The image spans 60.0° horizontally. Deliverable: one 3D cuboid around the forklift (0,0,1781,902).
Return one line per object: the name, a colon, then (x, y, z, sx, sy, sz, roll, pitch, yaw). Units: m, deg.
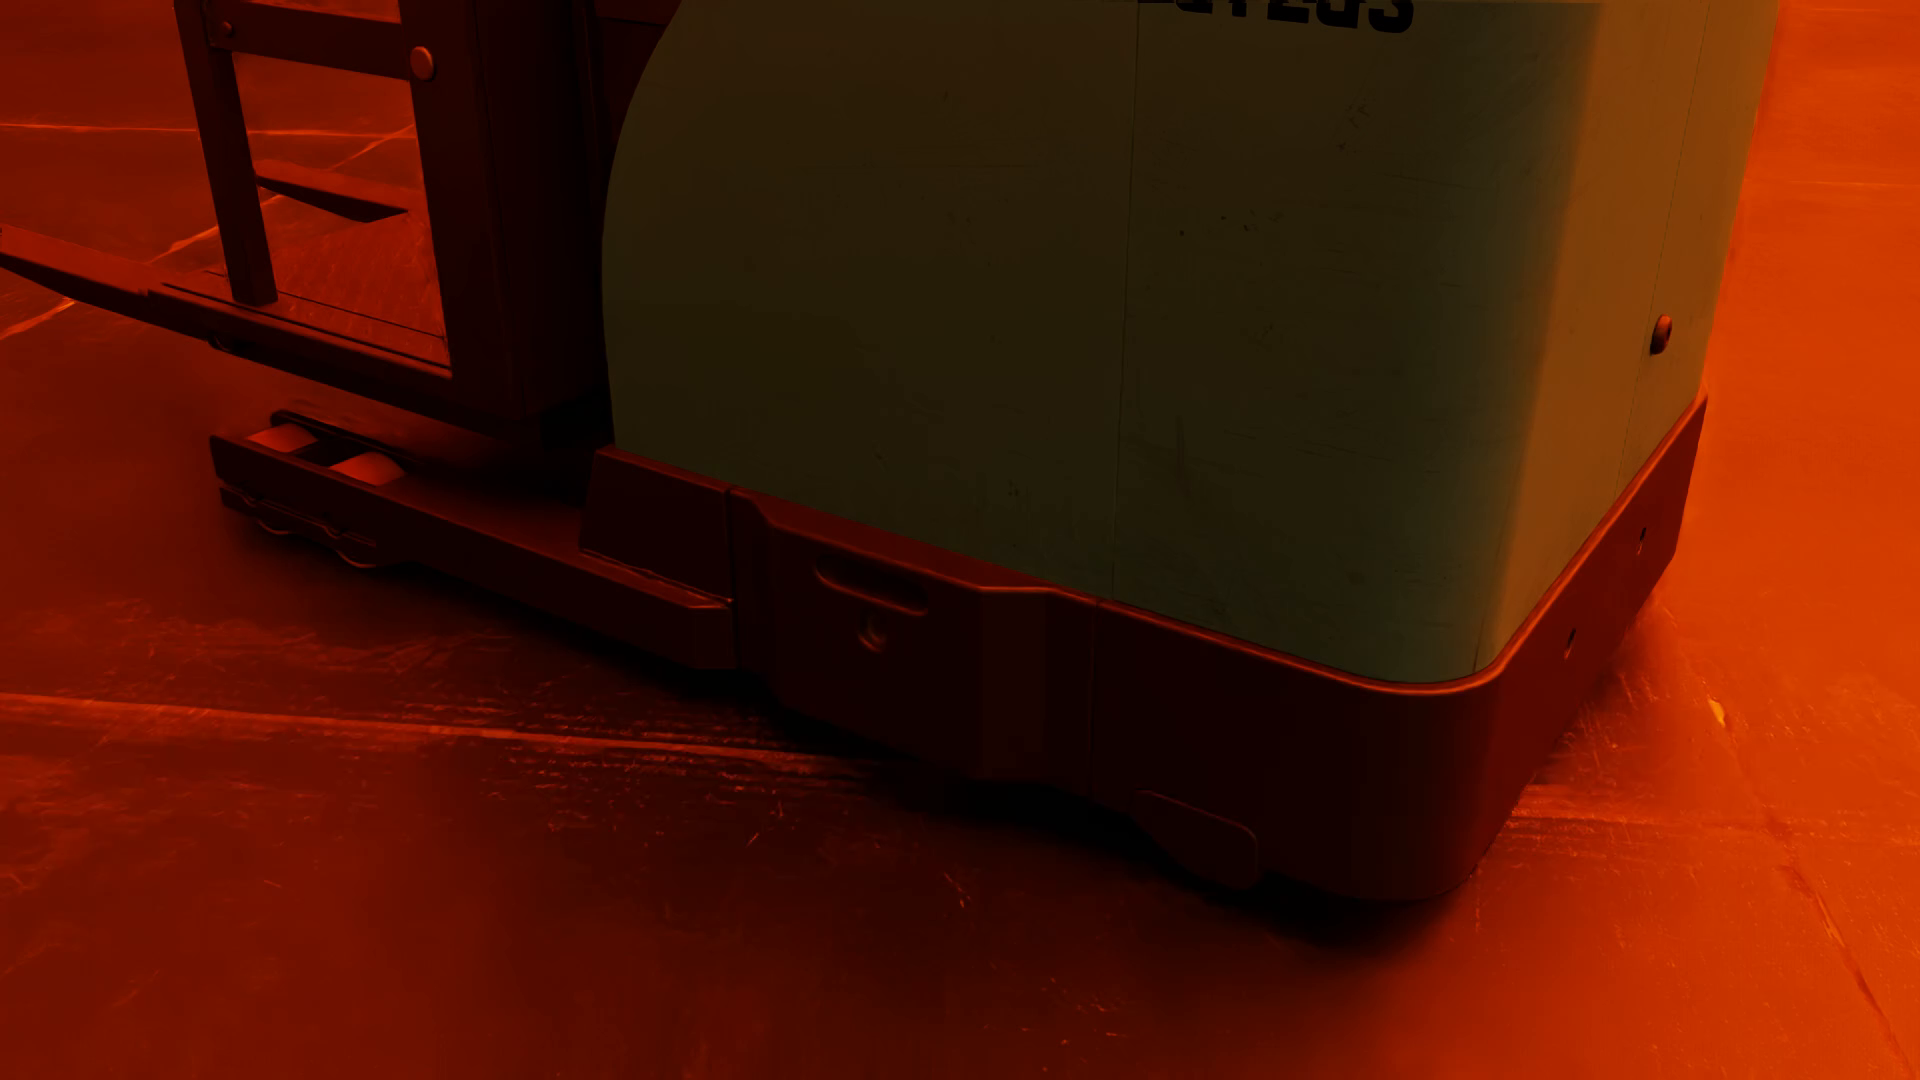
forklift: (-0.509, -1.446, 2.116, 3.031, 2.935, 1.130, 17, 31, 30)
